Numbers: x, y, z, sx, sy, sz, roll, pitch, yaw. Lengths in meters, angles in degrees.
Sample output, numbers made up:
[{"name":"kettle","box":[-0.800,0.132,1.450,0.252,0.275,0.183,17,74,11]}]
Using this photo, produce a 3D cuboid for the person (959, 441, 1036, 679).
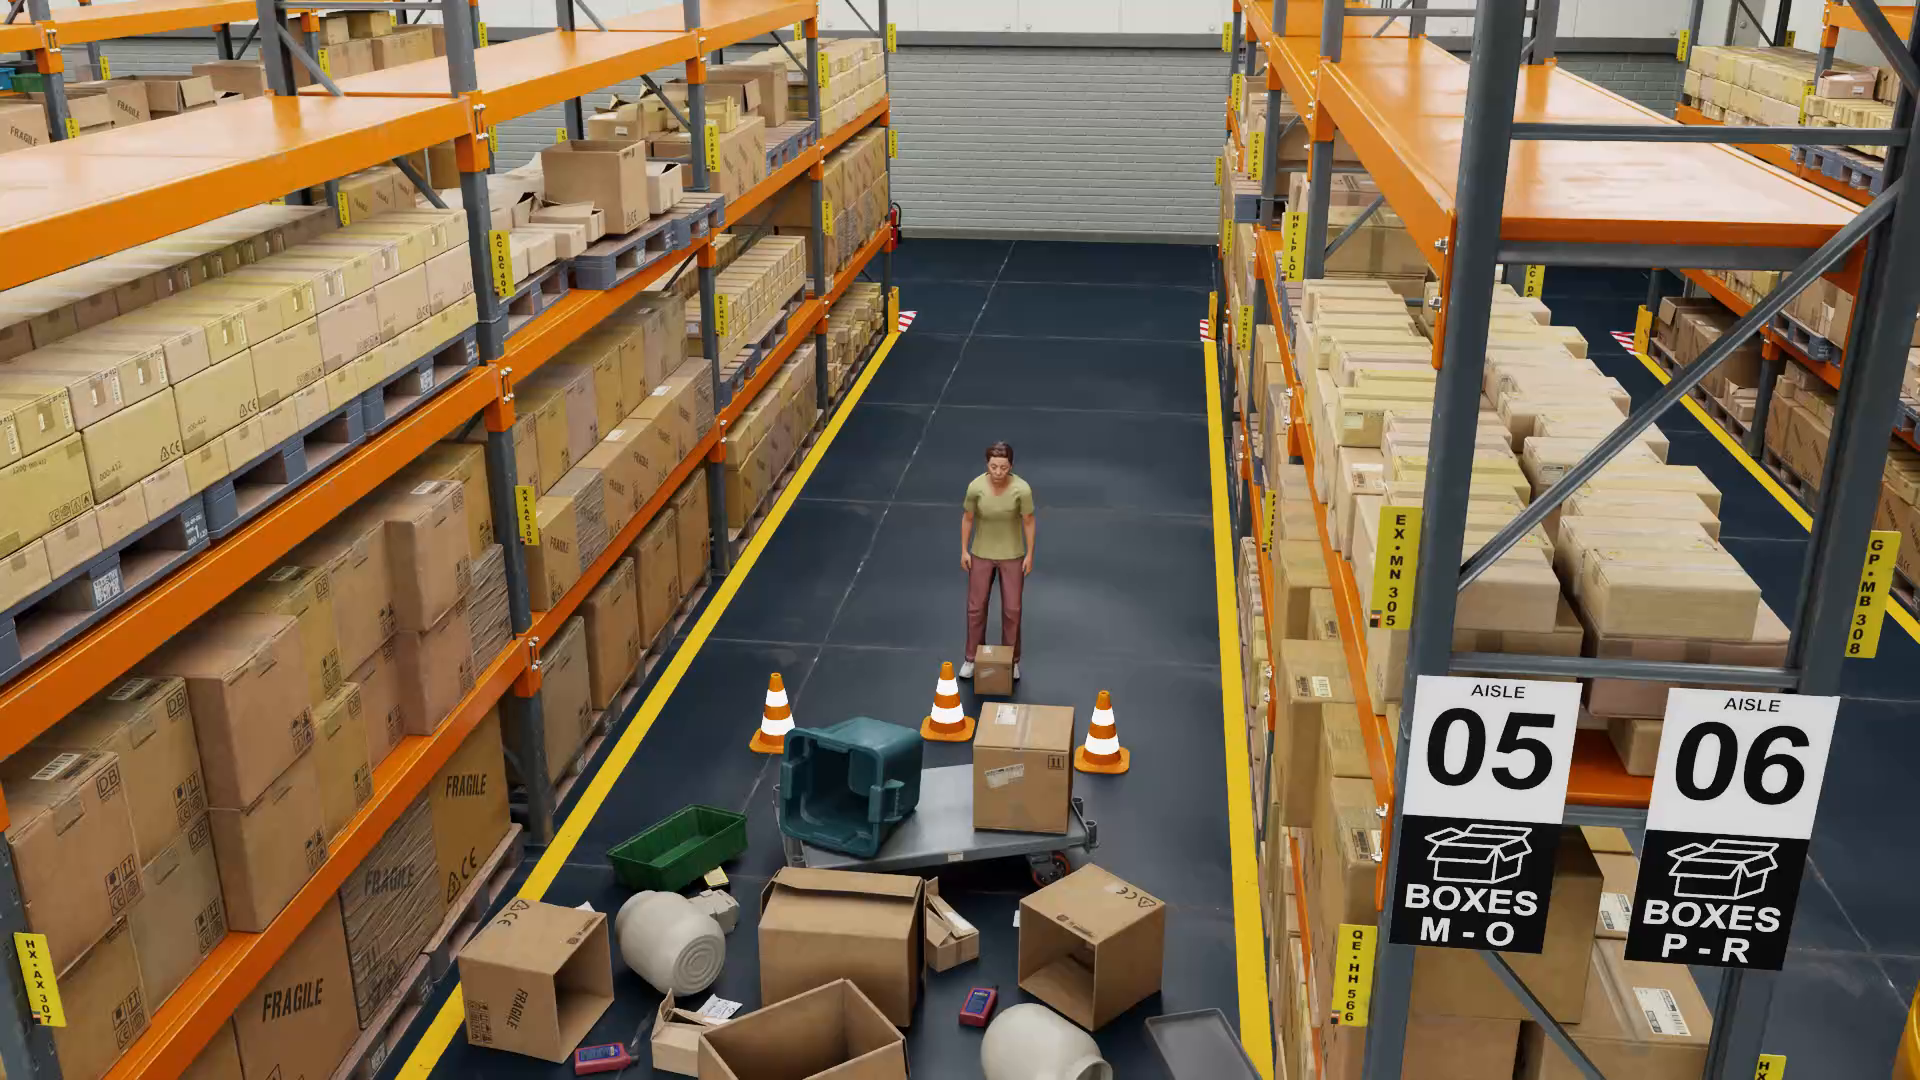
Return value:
[{"name":"person","box":[0.252,0.130,11.170,0.499,1.659,0.355,2,21,6]}]
